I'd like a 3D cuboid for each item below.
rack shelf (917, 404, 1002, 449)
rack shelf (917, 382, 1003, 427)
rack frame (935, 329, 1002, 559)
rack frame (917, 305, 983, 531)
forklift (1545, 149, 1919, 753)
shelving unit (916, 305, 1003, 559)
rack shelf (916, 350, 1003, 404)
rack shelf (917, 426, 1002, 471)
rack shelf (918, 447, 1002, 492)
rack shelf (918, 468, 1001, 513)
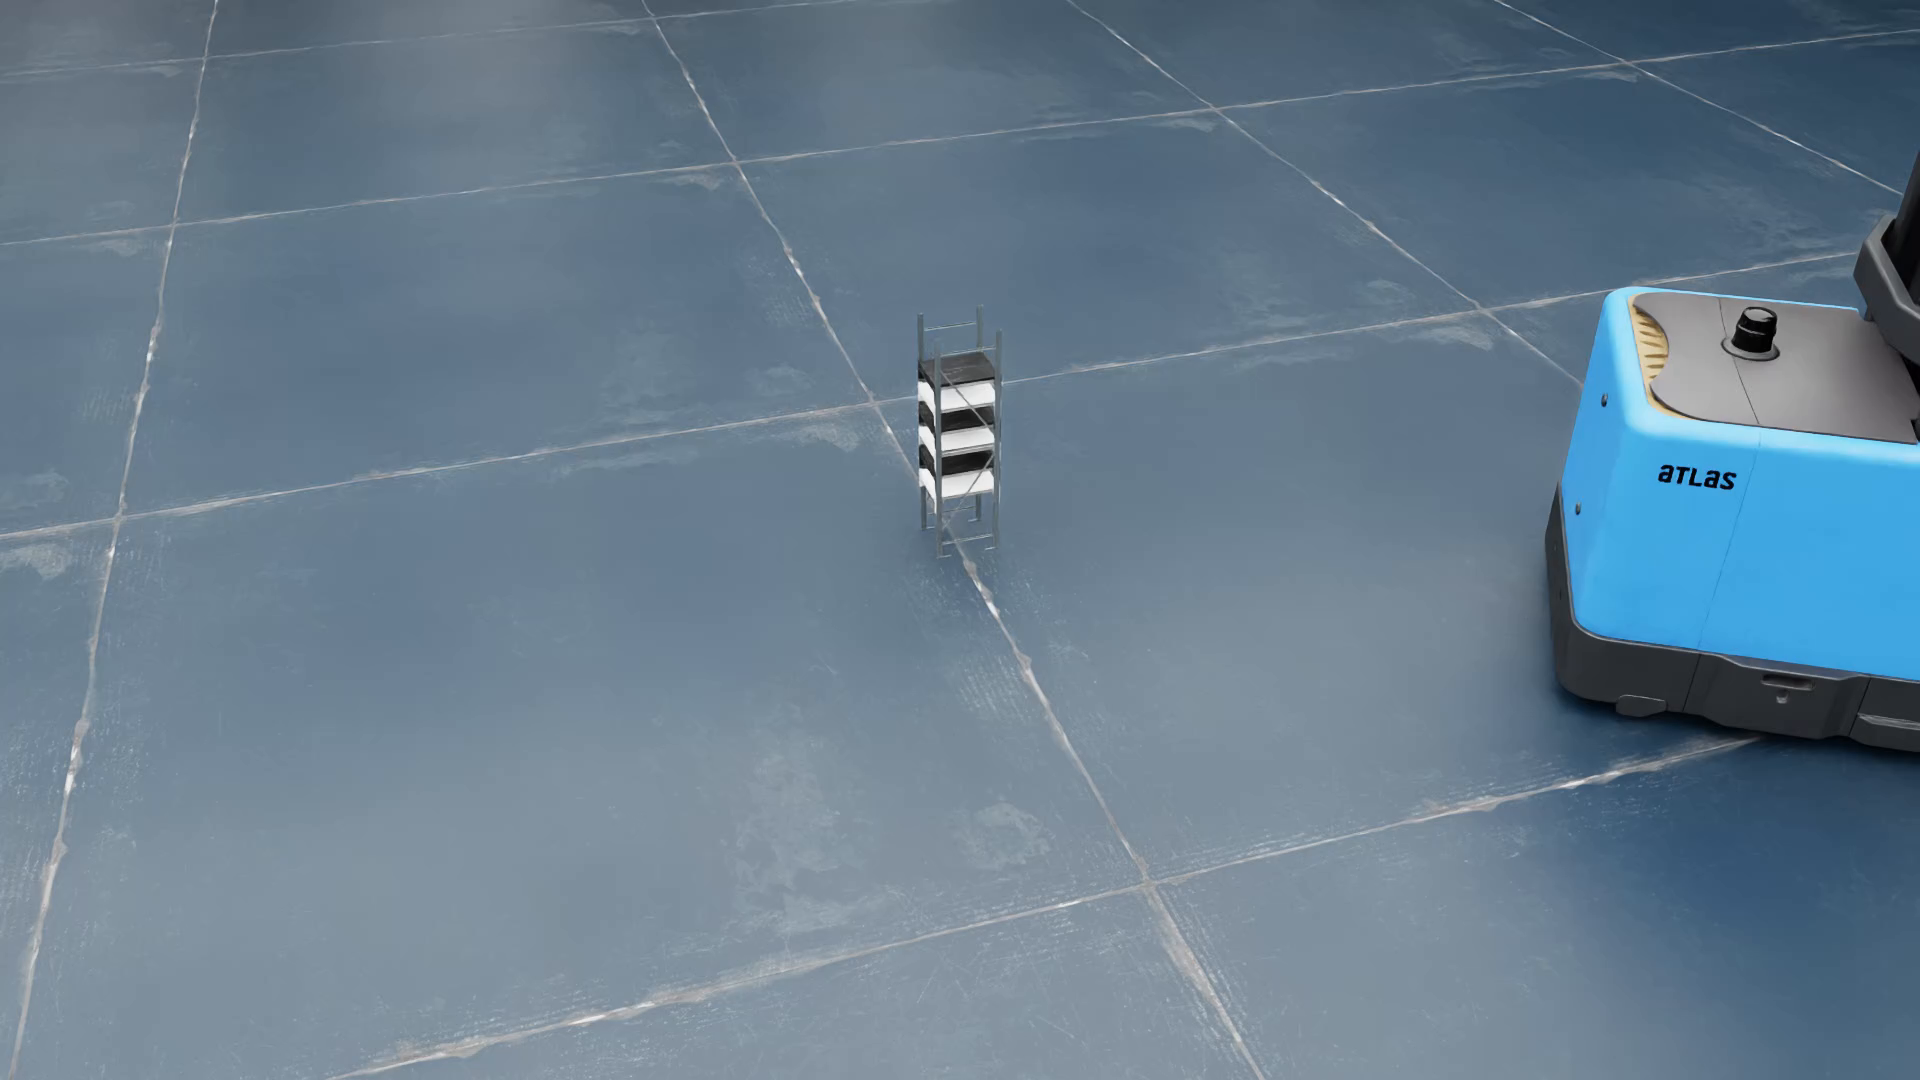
[{"bbox_3d":[-0.002,-0.427,5.977,0.258,0.077,0.200,-10,35,-15],"label":"rack shelf"},{"bbox_3d":[-0.002,-0.502,5.928,0.258,0.077,0.200,-10,35,-15],"label":"rack shelf"},{"bbox_3d":[0.029,-0.326,5.928,0.240,0.900,0.006,-10,35,-15],"label":"rack frame"},{"bbox_3d":[-0.033,-0.433,6.089,0.240,0.900,0.006,-10,35,-15],"label":"rack frame"},{"bbox_3d":[3.525,-0.743,4.716,3.031,2.935,1.130,8,34,12],"label":"forklift"},{"bbox_3d":[-0.002,-0.380,6.008,0.258,0.900,0.210,-10,35,-15],"label":"shelving unit"},{"bbox_3d":[-0.002,-0.577,5.878,0.258,0.077,0.200,-10,35,-15],"label":"rack shelf"},{"bbox_3d":[-0.002,-0.352,6.027,0.258,0.077,0.200,-10,35,-15],"label":"rack shelf"},{"bbox_3d":[-0.002,-0.277,6.076,0.258,0.077,0.200,-10,35,-15],"label":"rack shelf"},{"bbox_3d":[-0.002,-0.202,6.126,0.258,0.077,0.200,-10,35,-15],"label":"rack shelf"}]
